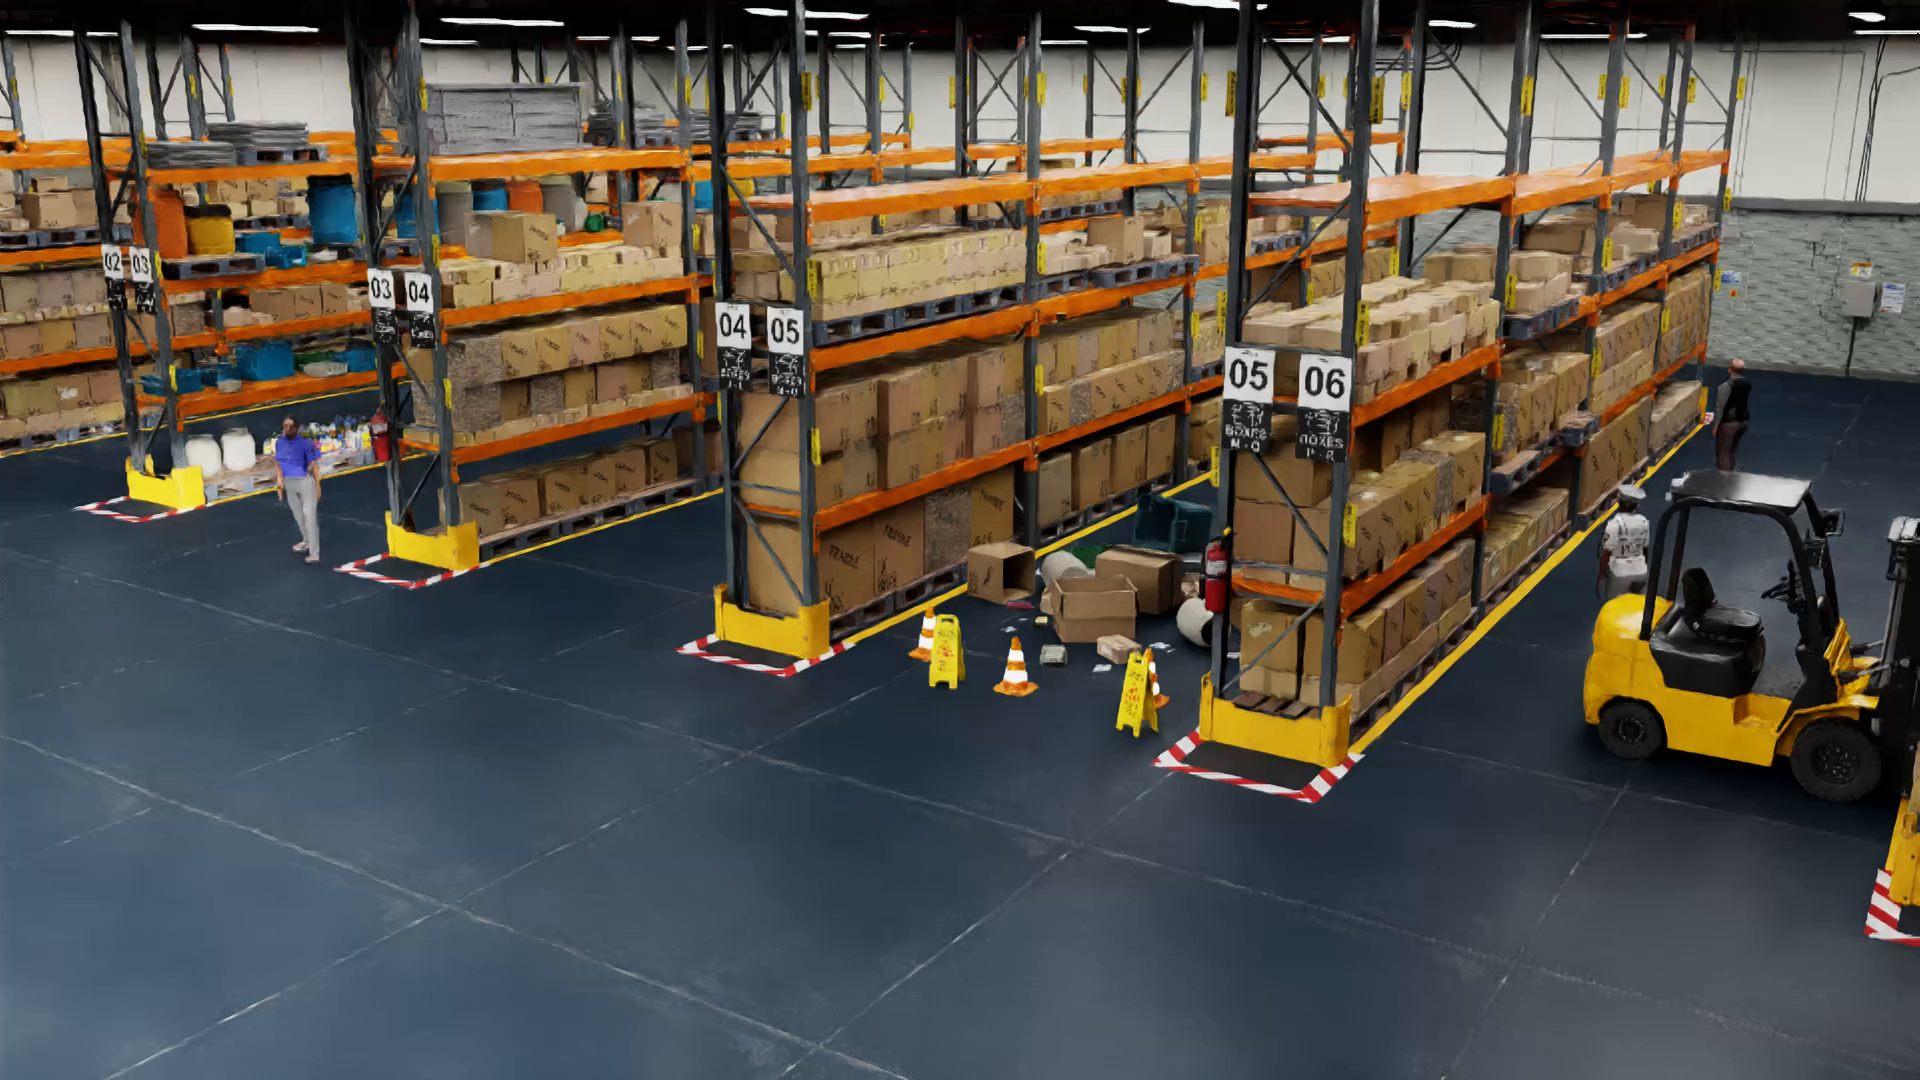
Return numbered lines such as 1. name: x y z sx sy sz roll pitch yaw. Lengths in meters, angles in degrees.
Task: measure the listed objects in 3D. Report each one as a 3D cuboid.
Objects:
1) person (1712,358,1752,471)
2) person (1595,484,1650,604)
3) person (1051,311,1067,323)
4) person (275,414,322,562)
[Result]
1. person: 9.803 -1.482 21.291 0.578 1.725 0.494 -7 17 -25
2. person: 5.905 0.328 14.886 0.574 1.665 0.551 -7 17 -25
3. person: 1.609 -2.867 26.292 0.563 1.707 1.127 9 18 29
4. person: -7.260 -0.594 18.281 0.593 1.611 0.864 2 16 7
